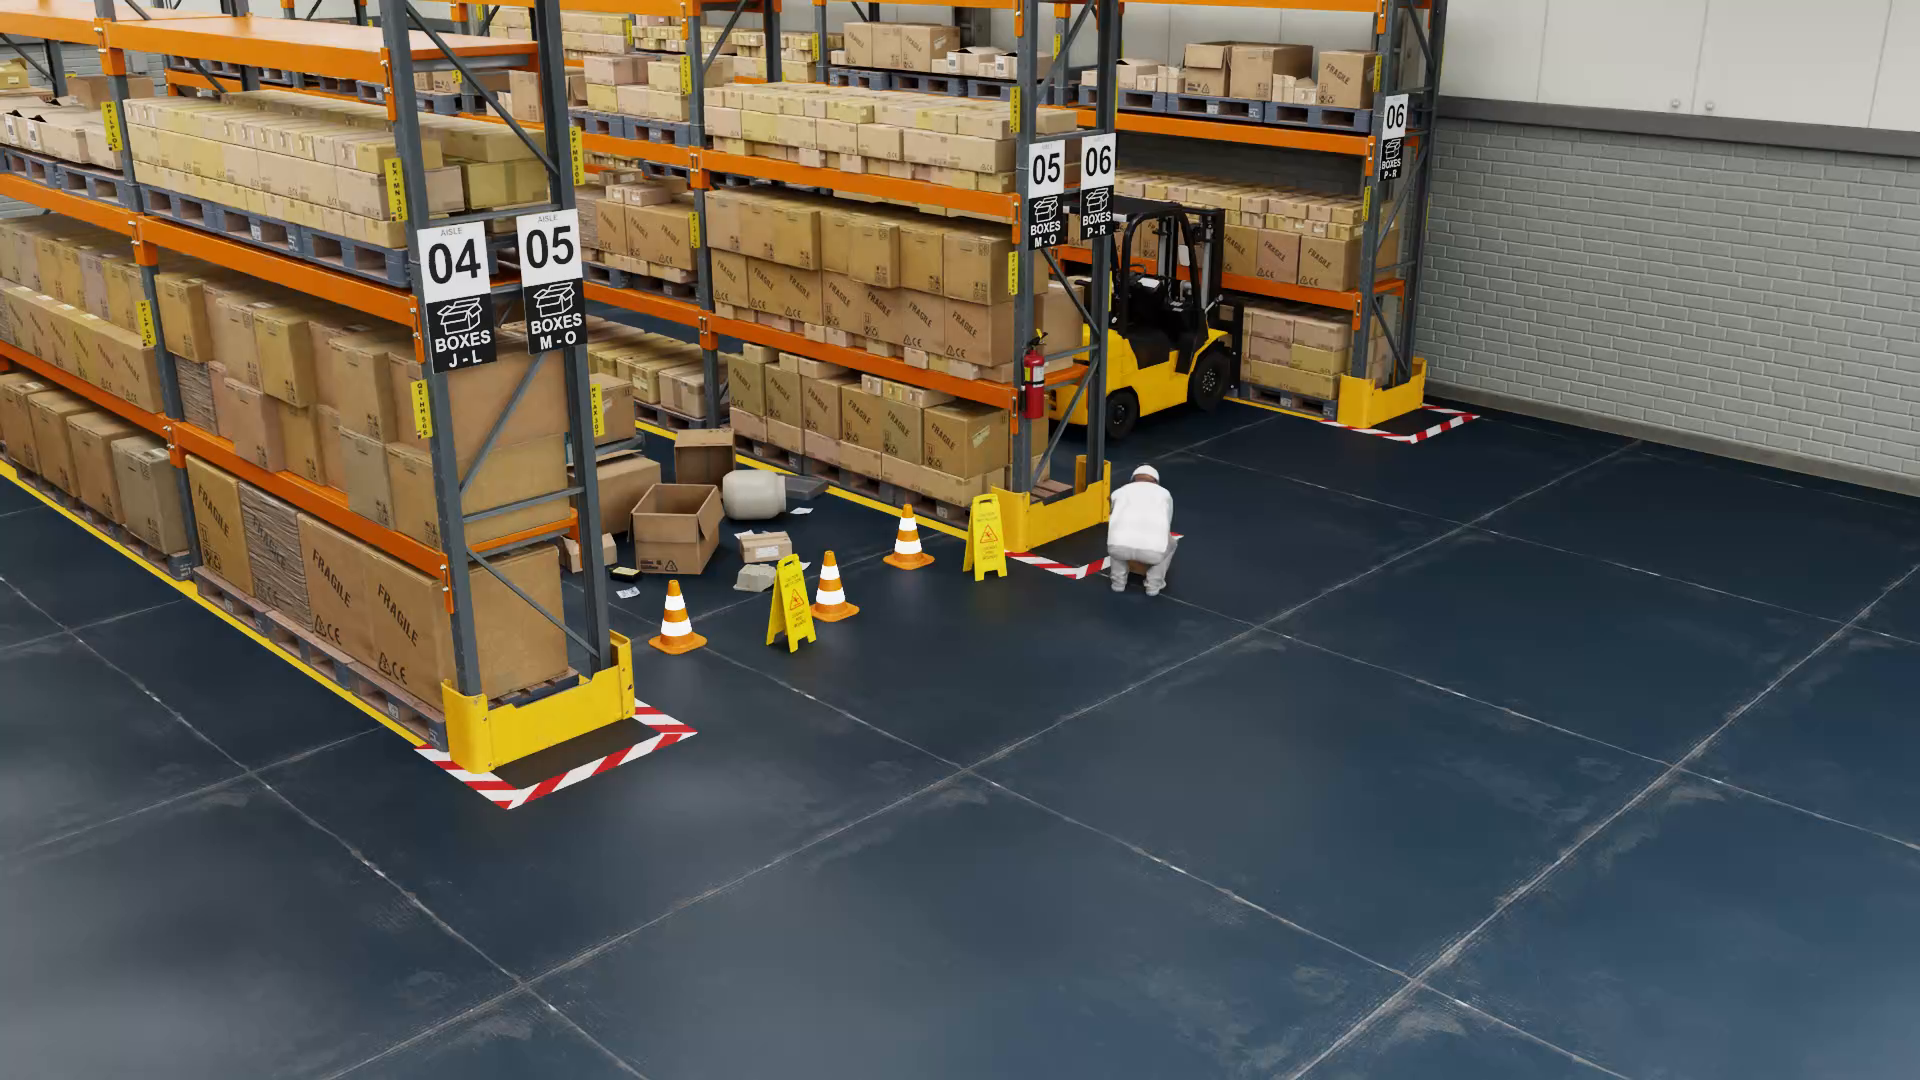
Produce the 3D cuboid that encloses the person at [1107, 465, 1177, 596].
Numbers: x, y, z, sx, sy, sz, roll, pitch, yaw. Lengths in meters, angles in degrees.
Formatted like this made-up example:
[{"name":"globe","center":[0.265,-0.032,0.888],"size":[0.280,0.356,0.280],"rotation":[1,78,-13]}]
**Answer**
[{"name":"person","center":[1.385,-0.039,12.656],"size":[0.527,0.867,0.951],"rotation":[6,21,16]}]
